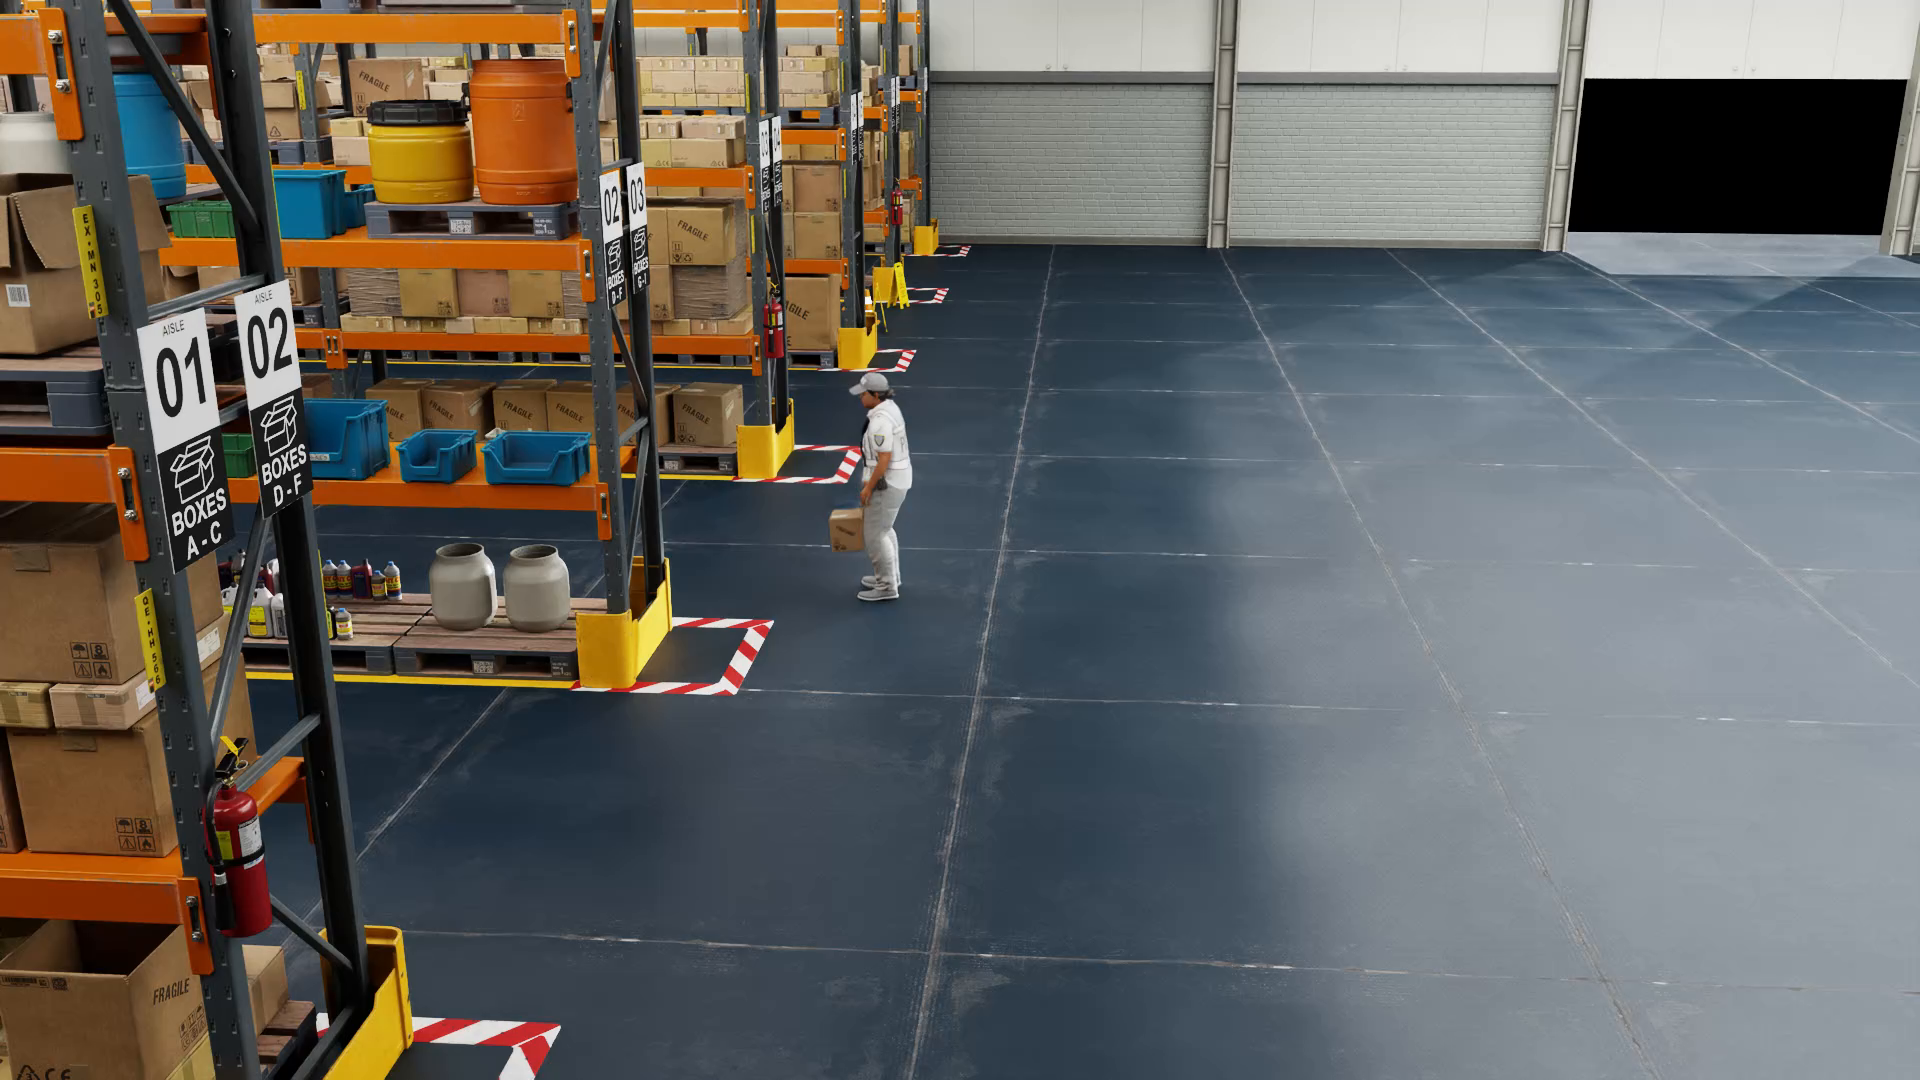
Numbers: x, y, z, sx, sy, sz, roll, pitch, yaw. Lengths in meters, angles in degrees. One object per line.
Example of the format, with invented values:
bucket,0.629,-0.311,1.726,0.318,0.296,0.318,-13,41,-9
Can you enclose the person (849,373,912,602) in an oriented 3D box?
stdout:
person,-0.571,-0.402,12.099,0.439,1.670,0.526,1,18,3
